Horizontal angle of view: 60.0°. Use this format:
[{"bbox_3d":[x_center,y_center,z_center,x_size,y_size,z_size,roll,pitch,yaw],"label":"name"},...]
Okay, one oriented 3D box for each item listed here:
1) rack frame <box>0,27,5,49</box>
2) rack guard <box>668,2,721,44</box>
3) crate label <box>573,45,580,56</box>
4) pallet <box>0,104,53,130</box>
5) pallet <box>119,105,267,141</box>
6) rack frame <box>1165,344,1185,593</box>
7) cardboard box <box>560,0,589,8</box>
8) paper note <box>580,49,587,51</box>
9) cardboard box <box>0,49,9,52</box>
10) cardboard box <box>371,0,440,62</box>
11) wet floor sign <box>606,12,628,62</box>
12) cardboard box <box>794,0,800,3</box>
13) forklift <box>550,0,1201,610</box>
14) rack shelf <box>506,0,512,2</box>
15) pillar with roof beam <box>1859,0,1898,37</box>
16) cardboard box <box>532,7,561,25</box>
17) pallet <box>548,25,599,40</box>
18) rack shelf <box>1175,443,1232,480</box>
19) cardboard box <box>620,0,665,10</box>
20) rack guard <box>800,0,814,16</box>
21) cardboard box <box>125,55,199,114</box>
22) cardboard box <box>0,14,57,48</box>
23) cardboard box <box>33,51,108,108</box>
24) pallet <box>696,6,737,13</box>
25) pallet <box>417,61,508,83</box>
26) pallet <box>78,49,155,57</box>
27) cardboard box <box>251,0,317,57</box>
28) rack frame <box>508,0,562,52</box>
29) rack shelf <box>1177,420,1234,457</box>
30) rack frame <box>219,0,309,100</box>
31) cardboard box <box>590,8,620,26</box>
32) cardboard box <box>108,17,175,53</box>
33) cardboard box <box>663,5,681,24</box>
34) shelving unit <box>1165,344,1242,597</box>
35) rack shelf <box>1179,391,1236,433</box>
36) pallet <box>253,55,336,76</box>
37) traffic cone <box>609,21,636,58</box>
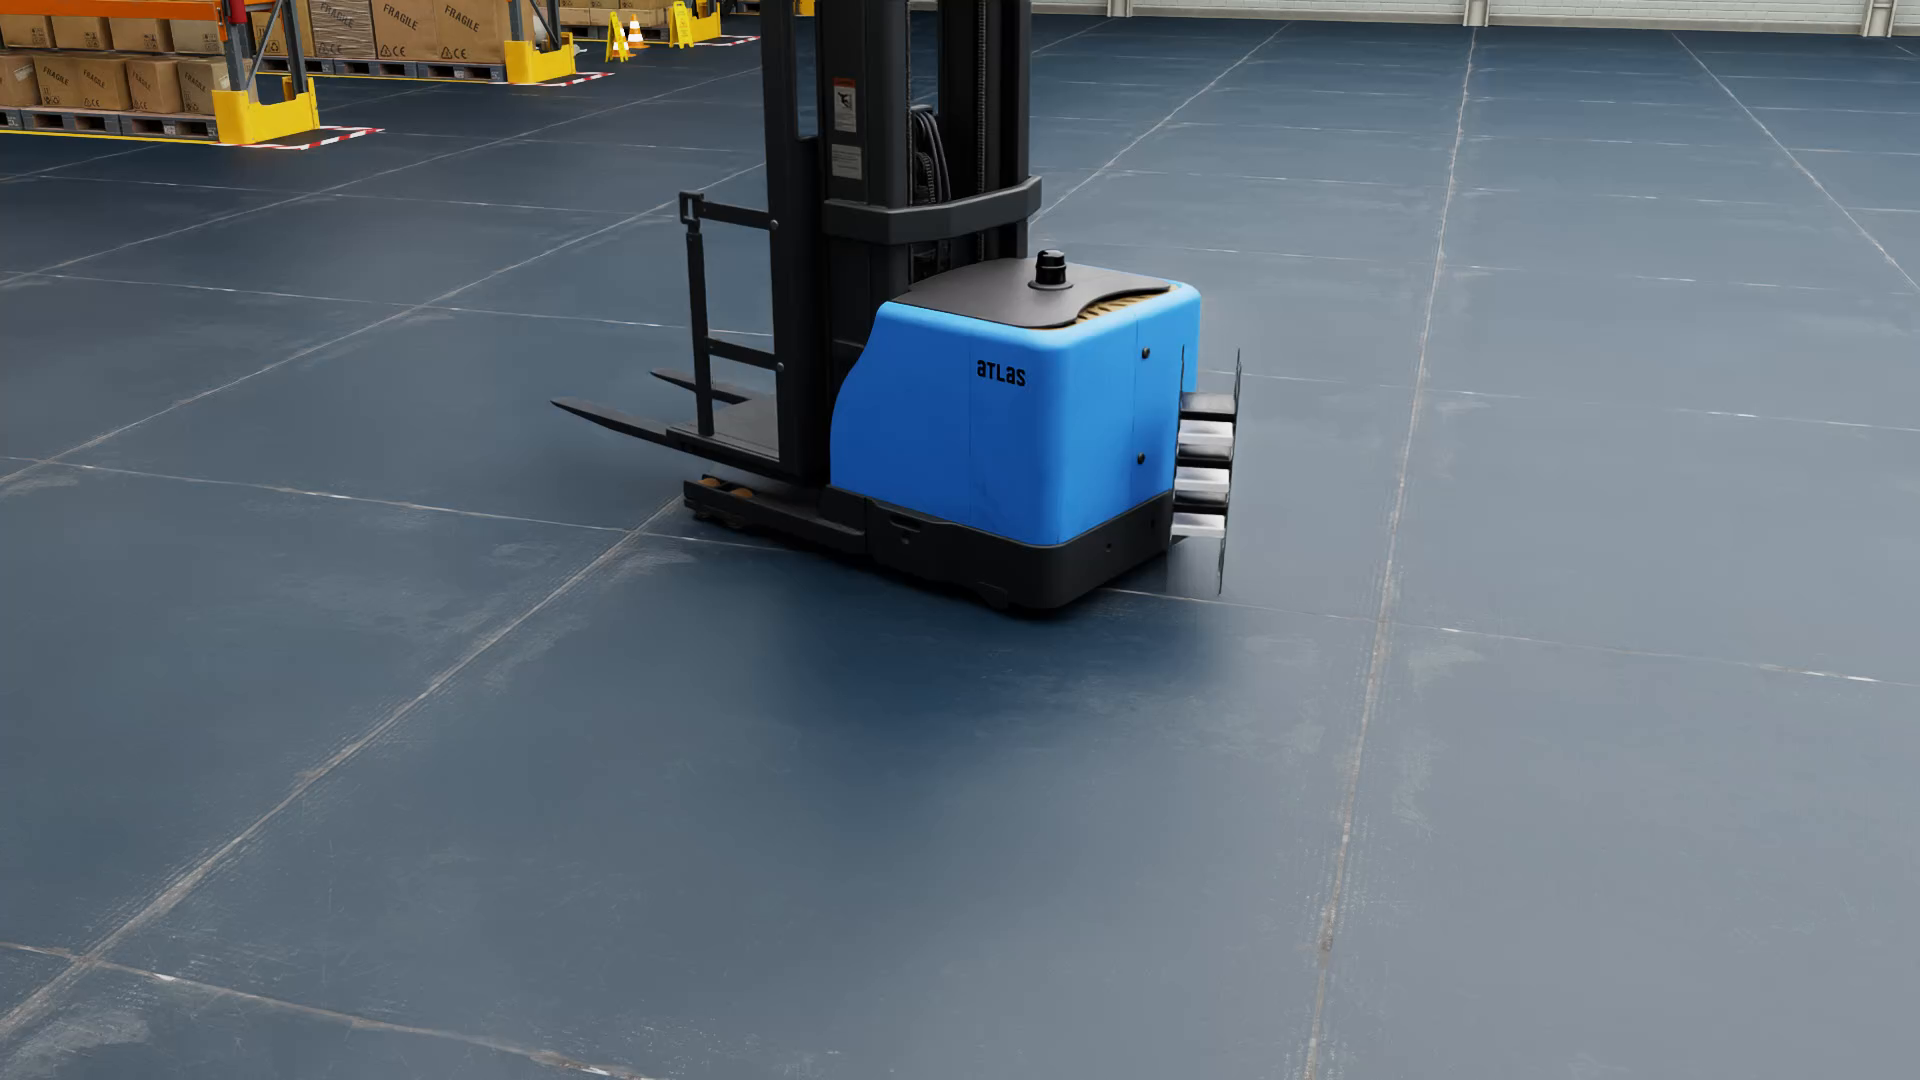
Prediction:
[{"bbox_3d":[-12.953,-8.101,22.567,0.127,3.000,1.000,7,23,16],"label":"rack frame"},{"bbox_3d":[-4.034,-7.885,25.335,0.348,0.500,1.175,7,23,16],"label":"rack guard"},{"bbox_3d":[-5.511,-6.911,23.437,0.298,0.136,0.250,-5,23,-12],"label":"crate label"},{"bbox_3d":[-10.000,-4.521,17.512,1.213,0.211,1.003,7,23,16],"label":"pallet"},{"bbox_3d":[-7.664,-4.253,16.860,1.213,0.211,1.003,7,23,16],"label":"pallet"},{"bbox_3d":[0.801,-0.262,6.210,0.006,0.900,0.240,4,23,6],"label":"rack frame"},{"bbox_3d":[-5.785,-8.410,25.401,0.500,0.500,0.500,6,23,14],"label":"cardboard box"},{"bbox_3d":[-5.441,-7.040,23.893,0.142,0.019,0.148,-1,22,-3],"label":"paper note"},{"bbox_3d":[-10.282,-4.851,17.384,0.500,0.500,0.500,6,23,14],"label":"cardboard box"},{"bbox_3d":[-6.806,-6.581,21.108,0.875,0.875,0.875,6,23,15],"label":"cardboard box"},{"bbox_3d":[-4.695,-6.851,22.622,0.232,0.644,0.267,3,22,6],"label":"wet floor sign"},{"bbox_3d":[-3.072,-9.696,29.526,0.500,0.250,0.500,7,23,16],"label":"cardboard box"},{"bbox_3d":[-0.532,-1.541,6.664,3.031,2.935,1.130,17,28,36],"label":"forklift"},{"bbox_3d":[-7.209,-7.110,21.100,4.000,0.370,1.077,7,23,16],"label":"rack shelf"},{"bbox_3d":[13.052,-10.479,20.460,0.400,9.000,9.100,7,23,16],"label":"pillar with roof beam"},{"bbox_3d":[-6.281,-8.120,25.682,0.500,0.250,0.500,6,23,15],"label":"cardboard box"},{"bbox_3d":[-5.966,-7.988,25.966,1.213,0.211,1.003,7,23,16],"label":"pallet"},{"bbox_3d":[0.903,-0.307,6.178,0.200,0.077,0.258,4,23,6],"label":"rack shelf"},{"bbox_3d":[-4.803,-8.296,25.123,0.500,0.500,0.500,7,23,16],"label":"cardboard box"},{"bbox_3d":[-2.508,-9.678,29.706,0.348,0.500,1.175,7,23,16],"label":"rack guard"},{"bbox_3d":[-7.999,-4.598,16.768,0.500,0.500,0.500,13,26,29],"label":"cardboard box"},{"bbox_3d":[-12.396,-7.155,22.671,0.750,0.750,1.050,6,23,15],"label":"cardboard box"},{"bbox_3d":[-9.114,-4.751,17.141,0.500,0.500,0.500,4,23,11],"label":"cardboard box"},{"bbox_3d":[-4.439,-9.750,30.262,1.213,0.211,1.003,7,23,15],"label":"pallet"},{"bbox_3d":[-6.082,-5.993,21.102,1.213,0.211,1.003,7,23,15],"label":"pallet"},{"bbox_3d":[-11.056,-6.563,22.491,1.213,0.211,1.003,7,23,16],"label":"pallet"},{"bbox_3d":[-8.542,-6.779,21.591,0.875,0.875,0.875,7,23,16],"label":"cardboard box"},{"bbox_3d":[-5.294,-7.224,20.429,0.127,3.000,1.000,7,23,16],"label":"rack frame"},{"bbox_3d":[0.905,-0.390,6.143,0.200,0.077,0.258,4,23,6],"label":"rack shelf"},{"bbox_3d":[-6.824,-5.433,16.062,0.127,3.000,1.000,7,23,16],"label":"rack frame"},{"bbox_3d":[-5.306,-8.006,25.405,0.500,0.250,0.500,7,23,16],"label":"cardboard box"},{"bbox_3d":[-10.666,-6.958,22.192,0.750,0.750,1.050,7,23,15],"label":"cardboard box"},{"bbox_3d":[-4.654,-8.145,25.743,0.500,0.250,0.500,6,23,15],"label":"cardboard box"},{"bbox_3d":[0.902,-0.255,6.199,0.210,0.900,0.258,4,23,6],"label":"shelving unit"},{"bbox_3d":[0.907,-0.474,6.109,0.200,0.077,0.258,4,23,6],"label":"rack shelf"},{"bbox_3d":[-8.418,-6.261,21.754,1.213,0.211,1.003,7,23,15],"label":"pallet"},{"bbox_3d":[-4.741,-6.998,23.220,0.334,0.463,0.336,7,23,16],"label":"traffic cone"}]
